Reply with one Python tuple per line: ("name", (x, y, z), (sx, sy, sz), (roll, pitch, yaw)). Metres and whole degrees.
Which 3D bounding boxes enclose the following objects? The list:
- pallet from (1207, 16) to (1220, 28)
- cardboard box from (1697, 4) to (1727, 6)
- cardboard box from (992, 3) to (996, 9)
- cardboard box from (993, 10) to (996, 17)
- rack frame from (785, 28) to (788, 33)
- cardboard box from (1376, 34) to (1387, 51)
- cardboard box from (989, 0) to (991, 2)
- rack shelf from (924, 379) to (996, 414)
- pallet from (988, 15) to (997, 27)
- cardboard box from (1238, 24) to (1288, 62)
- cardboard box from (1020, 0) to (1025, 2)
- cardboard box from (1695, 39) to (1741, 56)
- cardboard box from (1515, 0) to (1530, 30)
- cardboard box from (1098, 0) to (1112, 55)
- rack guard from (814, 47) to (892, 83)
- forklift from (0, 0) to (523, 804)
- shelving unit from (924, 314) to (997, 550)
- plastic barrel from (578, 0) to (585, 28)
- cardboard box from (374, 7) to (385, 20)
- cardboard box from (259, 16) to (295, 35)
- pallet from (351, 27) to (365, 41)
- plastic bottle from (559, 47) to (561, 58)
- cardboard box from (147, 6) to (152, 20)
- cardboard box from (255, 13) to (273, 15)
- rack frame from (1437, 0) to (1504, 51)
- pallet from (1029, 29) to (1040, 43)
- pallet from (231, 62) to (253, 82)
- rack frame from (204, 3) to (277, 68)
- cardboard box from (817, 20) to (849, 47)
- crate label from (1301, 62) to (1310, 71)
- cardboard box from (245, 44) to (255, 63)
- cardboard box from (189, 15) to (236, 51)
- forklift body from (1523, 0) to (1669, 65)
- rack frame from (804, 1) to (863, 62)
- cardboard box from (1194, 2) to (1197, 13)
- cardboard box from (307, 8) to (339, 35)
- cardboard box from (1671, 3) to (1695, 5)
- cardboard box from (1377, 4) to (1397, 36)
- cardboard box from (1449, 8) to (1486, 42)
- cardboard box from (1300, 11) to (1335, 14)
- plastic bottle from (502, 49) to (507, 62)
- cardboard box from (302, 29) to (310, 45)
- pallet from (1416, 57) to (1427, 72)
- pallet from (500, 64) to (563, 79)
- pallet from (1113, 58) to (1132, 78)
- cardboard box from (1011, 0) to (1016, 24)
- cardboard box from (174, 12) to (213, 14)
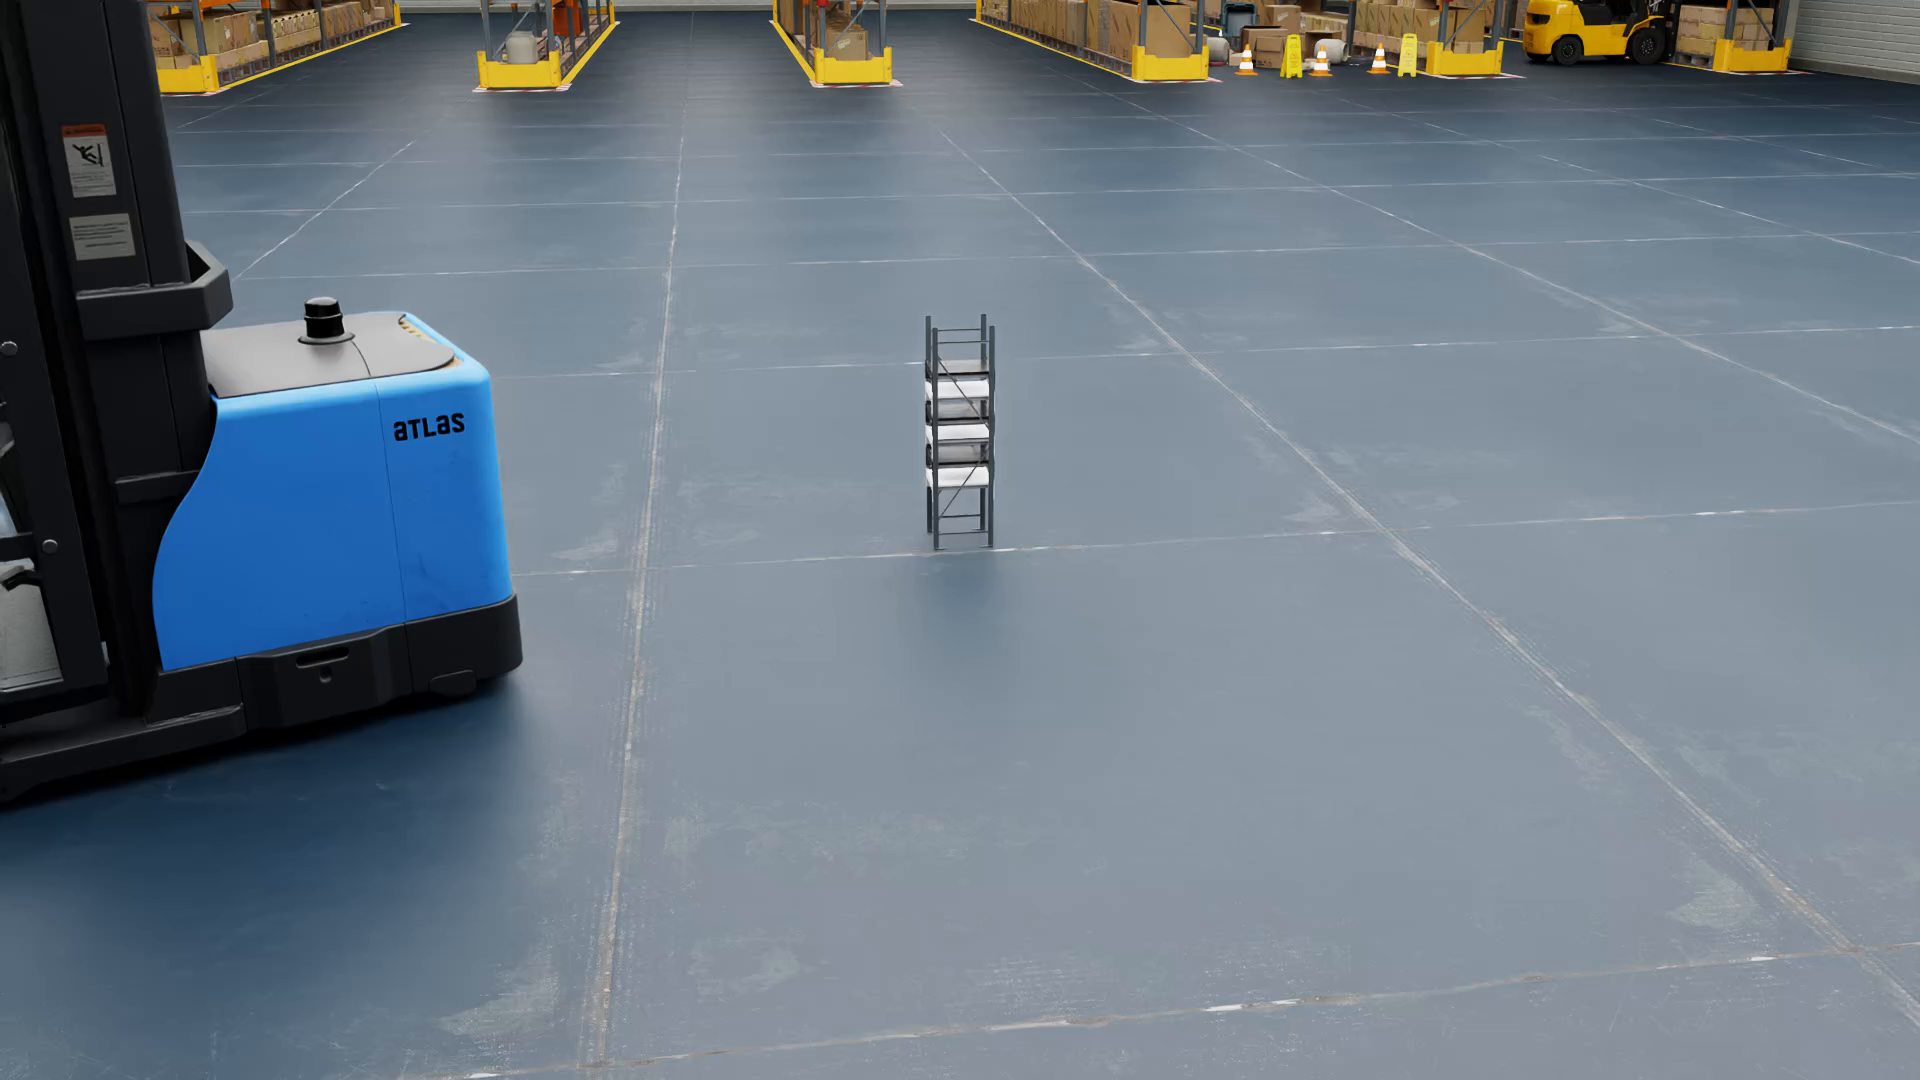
("pallet", (6.412, -12.068, 38.724), (1.003, 0.211, 1.213), (-3, 21, -8))
("cardboard box", (13.066, -9.103, 28.702), (0.500, 0.250, 0.500), (-3, 21, -8))
("cardboard box", (0.974, -12.654, 39.358), (0.380, 0.149, 0.250), (-4, 21, -10))
("cardboard box", (0.979, -12.336, 38.931), (0.380, 0.149, 0.250), (-3, 21, -8))
("rack frame", (-3.362, -12.607, 36.183), (1.000, 3.000, 0.127), (-3, 21, -8))
("cardboard box", (7.583, -8.660, 28.944), (0.500, 0.250, 0.500), (-3, 21, -8))
("cardboard box", (0.909, -12.884, 39.548), (0.380, 0.149, 0.250), (-4, 21, -10))
("rack shelf", (-0.001, -0.562, 6.515), (0.258, 0.077, 0.200), (-3, 21, -8))
("pallet", (1.250, -12.170, 38.998), (1.003, 0.211, 1.213), (-3, 21, -8))
("cardboard box", (5.273, -8.650, 28.962), (0.797, 0.637, 0.503), (-3, 21, -8))
("cardboard box", (1.554, -11.569, 35.304), (0.500, 0.250, 0.500), (-2, 21, -6))
("cardboard box", (12.705, -8.259, 27.871), (0.500, 0.250, 0.500), (-3, 21, -7))
("cardboard box", (12.009, -10.841, 34.249), (0.875, 0.625, 0.625), (-2, 21, -6))
("cardboard box", (2.869, -8.720, 28.214), (0.875, 0.875, 0.875), (-3, 21, -7))
("rack guard", (-1.643, -7.307, 25.567), (1.175, 0.500, 0.348), (-3, 21, -8))
("forklift", (-2.956, -0.770, 4.588), (3.031, 2.935, 1.130), (-12, 24, -29))
("shelving unit", (-0.001, -0.424, 6.566), (0.258, 0.900, 0.210), (-3, 21, -8))
("plastic barrel", (-8.100, -11.136, 34.645), (0.600, 0.901, 0.708), (-3, 21, -8))
("cardboard box", (-13.313, -11.905, 37.605), (0.500, 0.250, 0.500), (-3, 21, -8))
("cardboard box", (-11.968, -9.018, 29.103), (0.500, 0.311, 0.500), (-4, 21, -10))
("pallet", (-13.011, -10.522, 34.588), (1.003, 0.211, 1.213), (-3, 21, -8))
("plastic bottle", (-6.594, -8.000, 27.218), (0.097, 0.201, 0.097), (0, 20, 0))
("cardboard box", (-18.298, -11.683, 36.683), (0.700, 0.500, 0.500), (-4, 21, -10))
("cardboard box", (-12.649, -9.341, 29.966), (0.500, 0.311, 0.500), (-3, 21, -9))
("rack frame", (8.174, -8.952, 26.397), (1.000, 3.000, 0.127), (-3, 21, -8))
("pallet", (2.026, -10.401, 34.263), (1.003, 0.211, 1.213), (-3, 21, -8))
("pallet", (-11.760, -7.332, 26.044), (1.003, 0.211, 1.213), (-3, 21, -8))
("rack frame", (-12.012, -9.339, 27.433), (1.000, 3.000, 0.127), (-3, 21, -8))
("cardboard box", (-2.191, -8.722, 28.754), (0.500, 0.500, 0.500), (-4, 21, -9))
("crate label", (5.612, -7.790, 27.378), (0.250, 0.136, 0.298), (-15, 25, -35))
("cardboard box", (-11.580, -7.752, 26.513), (0.500, 0.250, 0.500), (-3, 21, -8))
("cardboard box", (-11.452, -7.756, 25.453), (0.500, 0.500, 0.500), (-3, 21, -8))
("forklift body", (11.007, -9.370, 28.731), (2.313, 2.155, 1.214), (-3, 21, -8))
("rack frame", (-2.209, -9.837, 28.767), (1.000, 3.000, 0.127), (-3, 21, -8))
("cardboard box", (6.202, -12.948, 40.158), (0.875, 0.438, 0.875), (-2, 21, -6))
("cardboard box", (-12.453, -10.112, 32.446), (0.500, 0.500, 0.500), (-4, 21, -10))
("cardboard box", (12.483, -9.251, 29.098), (0.500, 0.250, 0.500), (-3, 21, -9))
("cardboard box", (7.577, -9.014, 28.822), (0.500, 0.500, 0.500), (-2, 21, -5))
("cardboard box", (8.328, -8.513, 27.480), (0.500, 0.500, 0.500), (-4, 21, -10))
("cardboard box", (7.093, -10.491, 33.674), (0.950, 0.372, 0.625), (-4, 21, -11))
("plastic bottle", (-7.232, -7.711, 26.446), (0.097, 0.201, 0.097), (0, 20, 0))
("cardboard box", (-12.124, -9.110, 30.149), (0.500, 0.250, 0.500), (-2, 21, -7))
("pallet", (8.081, -7.955, 27.713), (1.003, 0.211, 1.213), (-3, 21, -8))
("pallet", (-6.703, -7.201, 25.696), (1.003, 0.211, 1.213), (-3, 21, -8))
("pallet", (3.098, -7.634, 26.853), (1.003, 0.211, 1.213), (-3, 21, -8))
("cardboard box", (1.405, -11.579, 36.402), (0.500, 0.500, 0.500), (-2, 21, -6))
("cardboard box", (-12.111, -8.076, 26.310), (0.500, 0.500, 0.500), (-3, 21, -8))
